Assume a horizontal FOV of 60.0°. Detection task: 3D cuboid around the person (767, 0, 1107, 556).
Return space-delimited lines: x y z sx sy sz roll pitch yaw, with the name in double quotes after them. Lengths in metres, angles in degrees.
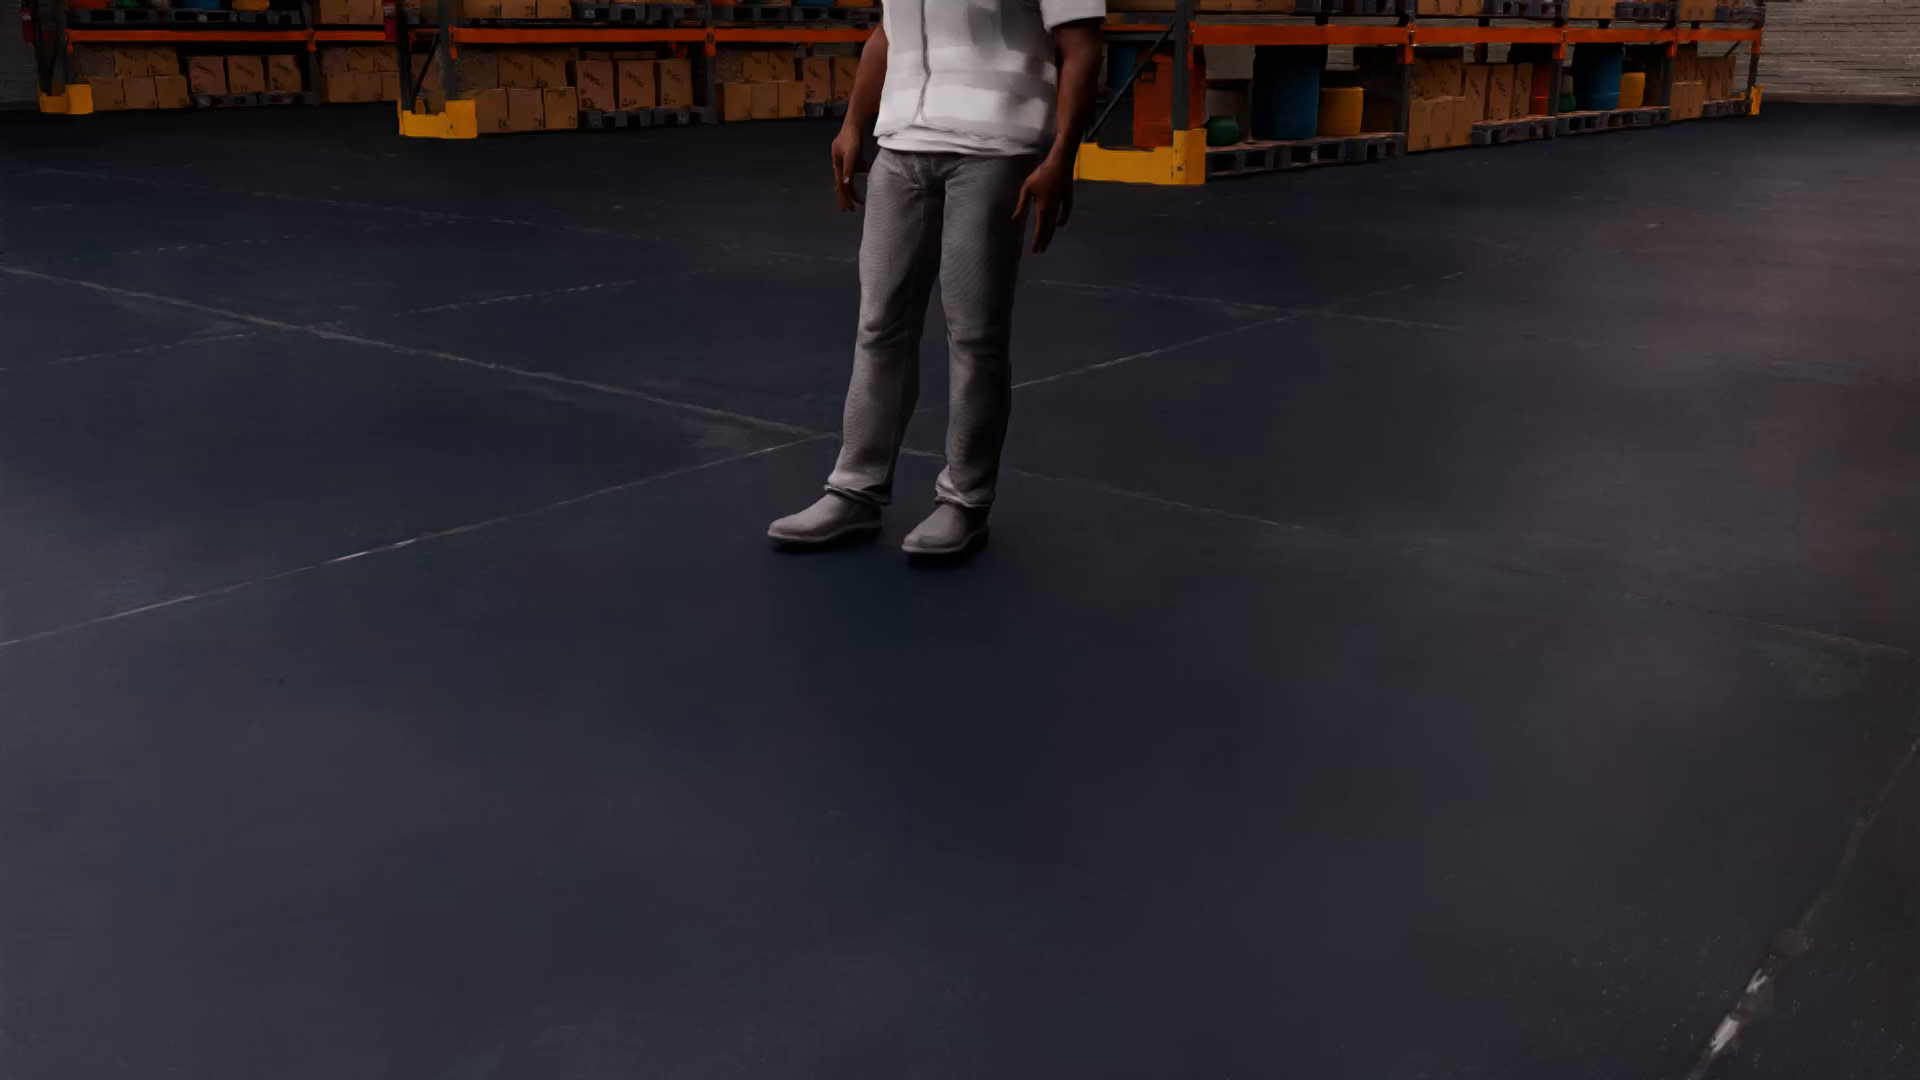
-0.048 -0.837 3.635 0.665 1.766 0.576 13 21 37 "person"
